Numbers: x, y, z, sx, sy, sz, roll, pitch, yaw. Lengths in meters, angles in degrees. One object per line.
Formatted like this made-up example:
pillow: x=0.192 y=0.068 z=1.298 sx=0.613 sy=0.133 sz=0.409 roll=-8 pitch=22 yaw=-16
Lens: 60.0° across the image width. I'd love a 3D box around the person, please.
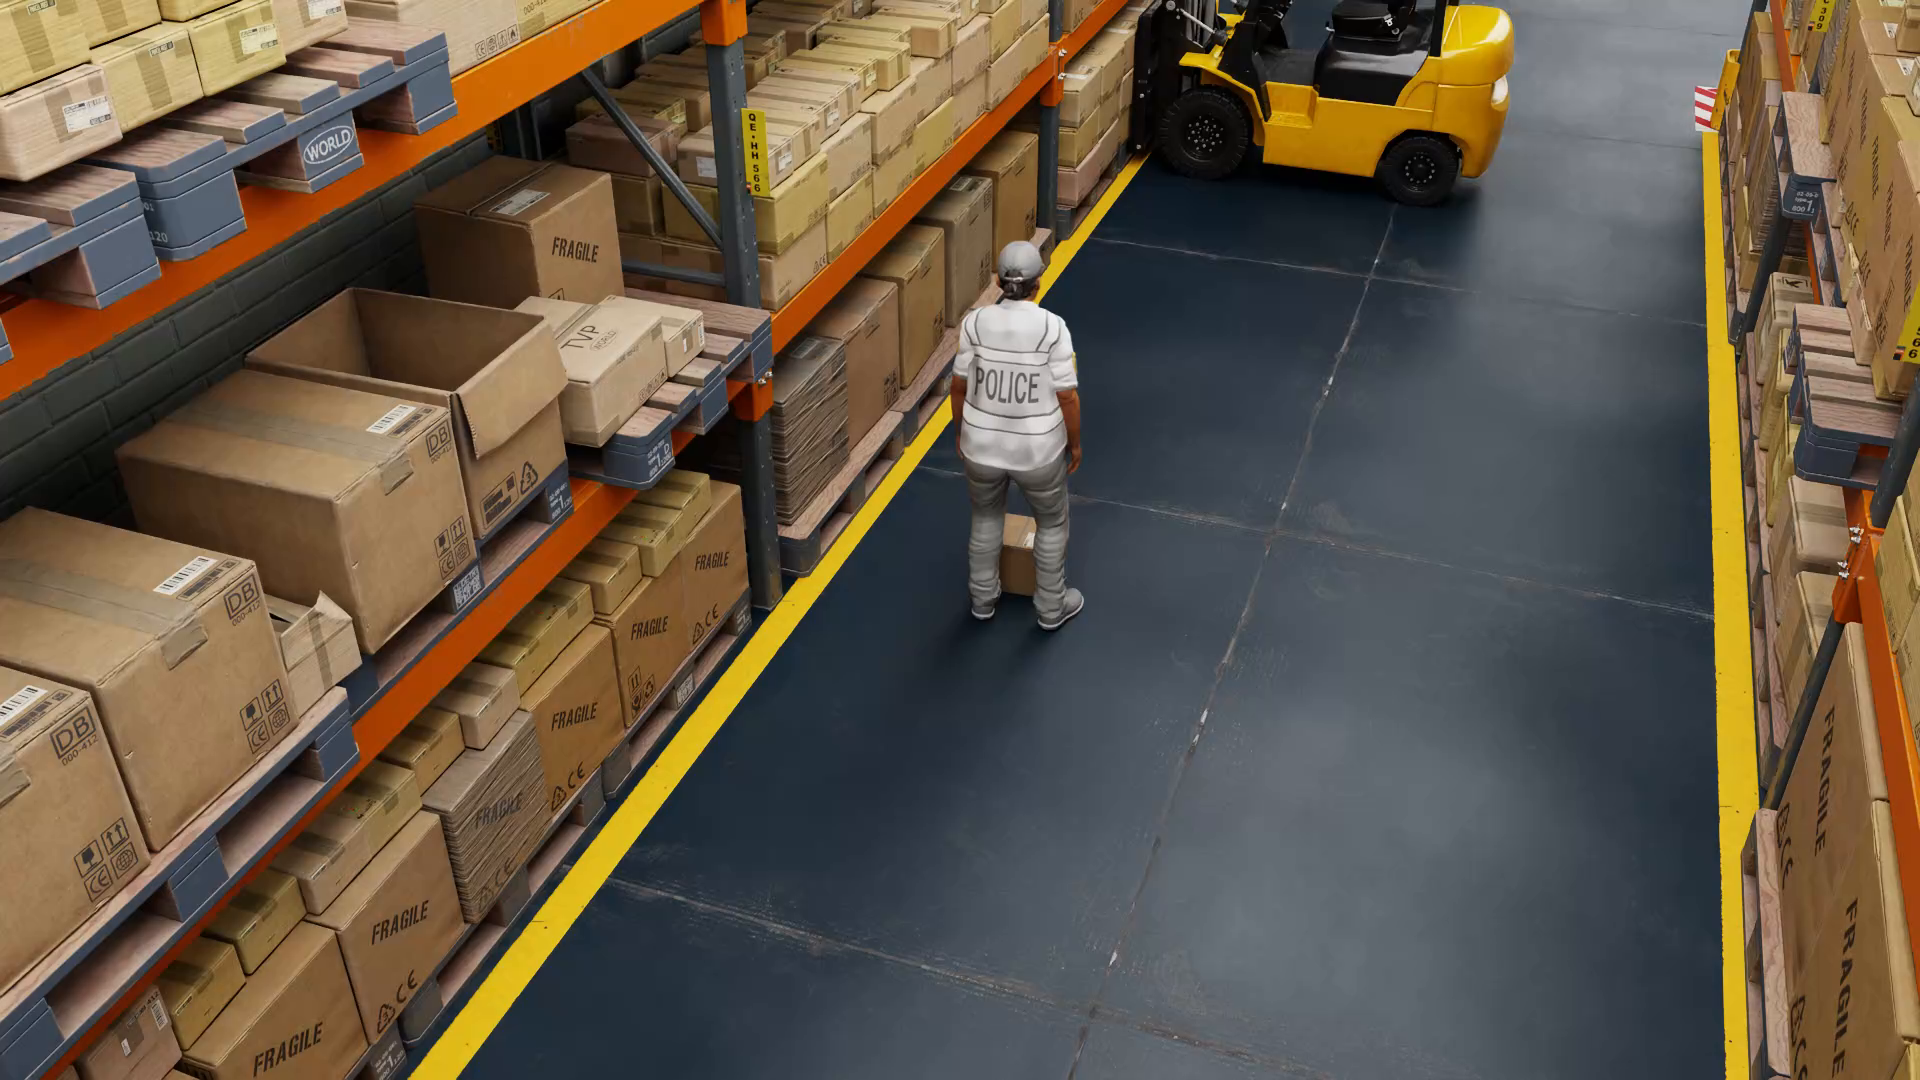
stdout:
person: x=0.243 y=-0.400 z=6.739 sx=0.554 sy=1.666 sz=0.472 roll=9 pitch=35 yaw=14
